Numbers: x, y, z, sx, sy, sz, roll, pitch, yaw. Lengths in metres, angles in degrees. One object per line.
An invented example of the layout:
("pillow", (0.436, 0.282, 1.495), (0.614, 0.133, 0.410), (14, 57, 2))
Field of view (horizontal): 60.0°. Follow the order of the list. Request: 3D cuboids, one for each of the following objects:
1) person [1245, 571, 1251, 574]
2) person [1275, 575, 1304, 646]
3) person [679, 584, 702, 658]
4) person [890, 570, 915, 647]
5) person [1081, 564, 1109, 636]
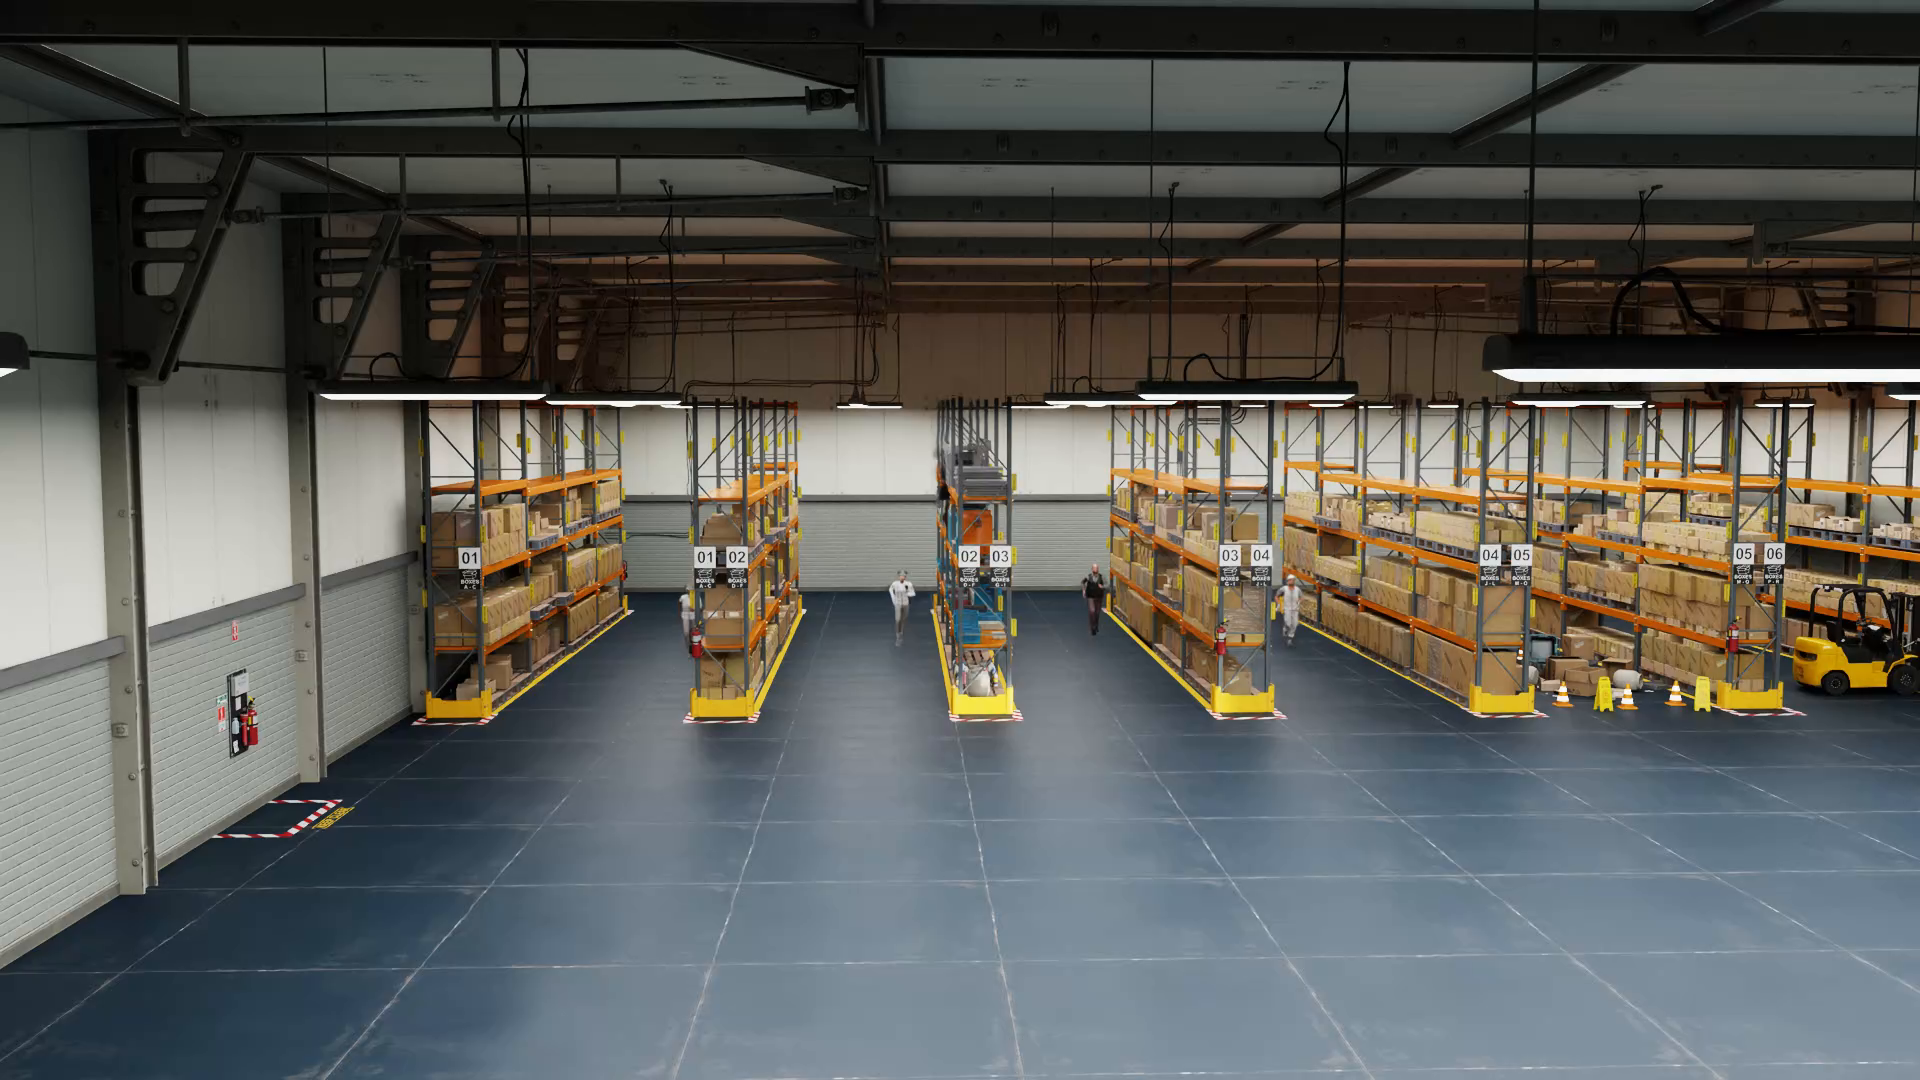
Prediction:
("person", (8.466, 1.124, 48.153), (0.734, 1.750, 0.974), (3, 6, 38))
("person", (8.048, 1.721, 40.419), (0.652, 1.738, 0.577), (0, 4, -4))
("person", (-6.318, 1.882, 38.991), (0.599, 1.736, 0.833), (0, 4, 1))
("person", (-1.357, 1.595, 39.317), (0.588, 1.802, 0.763), (0, 4, -6))
("person", (3.330, 1.456, 40.998), (0.649, 1.732, 0.916), (0, 4, -5))
